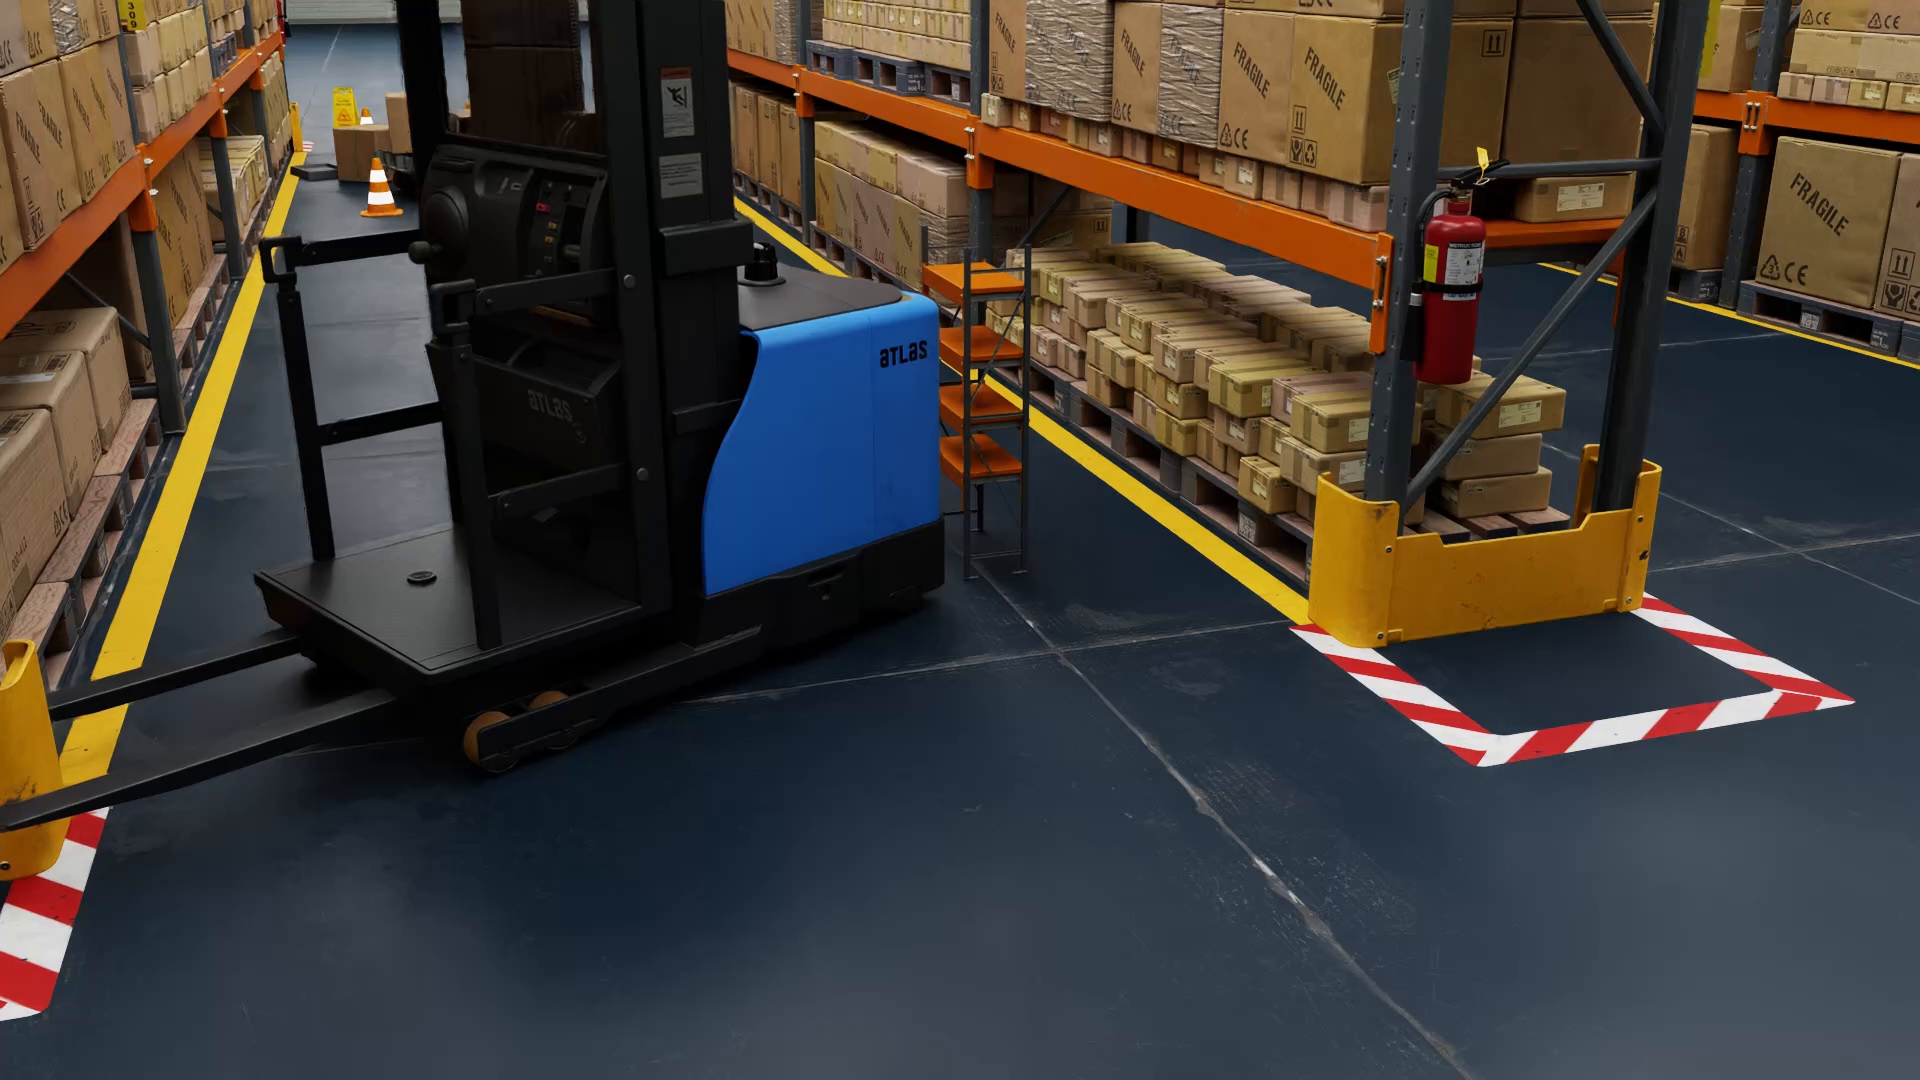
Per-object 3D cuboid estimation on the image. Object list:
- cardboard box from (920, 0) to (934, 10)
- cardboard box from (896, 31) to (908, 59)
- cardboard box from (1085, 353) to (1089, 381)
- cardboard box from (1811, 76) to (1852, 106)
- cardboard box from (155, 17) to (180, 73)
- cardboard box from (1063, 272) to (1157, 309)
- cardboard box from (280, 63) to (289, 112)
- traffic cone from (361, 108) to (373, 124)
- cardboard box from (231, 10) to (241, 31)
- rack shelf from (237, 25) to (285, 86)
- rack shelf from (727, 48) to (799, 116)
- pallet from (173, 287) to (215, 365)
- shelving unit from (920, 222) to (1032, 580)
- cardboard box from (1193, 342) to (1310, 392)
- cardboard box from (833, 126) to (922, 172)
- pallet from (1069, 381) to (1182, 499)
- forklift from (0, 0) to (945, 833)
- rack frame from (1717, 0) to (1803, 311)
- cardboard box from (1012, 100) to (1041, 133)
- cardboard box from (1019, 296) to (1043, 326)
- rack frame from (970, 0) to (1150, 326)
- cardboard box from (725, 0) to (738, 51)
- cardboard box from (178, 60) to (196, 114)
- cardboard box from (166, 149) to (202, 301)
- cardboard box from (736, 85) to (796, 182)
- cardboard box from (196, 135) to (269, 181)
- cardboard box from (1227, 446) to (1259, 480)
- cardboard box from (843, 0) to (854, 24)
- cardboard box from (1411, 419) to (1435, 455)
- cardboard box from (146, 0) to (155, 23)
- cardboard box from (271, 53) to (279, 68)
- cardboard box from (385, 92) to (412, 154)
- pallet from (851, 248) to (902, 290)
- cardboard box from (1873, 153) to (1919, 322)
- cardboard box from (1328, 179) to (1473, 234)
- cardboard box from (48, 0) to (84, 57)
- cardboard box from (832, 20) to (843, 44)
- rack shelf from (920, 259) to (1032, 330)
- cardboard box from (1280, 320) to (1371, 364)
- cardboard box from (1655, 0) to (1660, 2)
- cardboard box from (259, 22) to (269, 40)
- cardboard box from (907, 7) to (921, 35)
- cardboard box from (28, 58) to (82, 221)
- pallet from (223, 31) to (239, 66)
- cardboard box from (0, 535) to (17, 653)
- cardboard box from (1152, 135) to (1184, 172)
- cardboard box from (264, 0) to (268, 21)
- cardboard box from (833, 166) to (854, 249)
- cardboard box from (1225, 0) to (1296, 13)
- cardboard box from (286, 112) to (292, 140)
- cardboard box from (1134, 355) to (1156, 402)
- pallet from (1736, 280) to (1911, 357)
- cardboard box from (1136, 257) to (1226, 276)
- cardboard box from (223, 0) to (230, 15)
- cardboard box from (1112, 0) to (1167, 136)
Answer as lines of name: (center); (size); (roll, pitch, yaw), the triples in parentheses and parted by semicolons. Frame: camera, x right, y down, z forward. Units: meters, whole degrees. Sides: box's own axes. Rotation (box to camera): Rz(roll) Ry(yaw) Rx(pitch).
cardboard box: (-0.013, -3.148, 9.615); (0.380, 0.149, 0.250); (-6, 21, -17)
cardboard box: (-0.179, -3.031, 10.168); (0.380, 0.149, 0.250); (-5, 20, -15)
cardboard box: (0.812, -0.814, 7.842); (0.380, 0.149, 0.250); (-7, 21, -20)
cardboard box: (5.146, -2.589, 9.560); (0.380, 0.149, 0.250); (-7, 21, -19)
cardboard box: (-4.316, -2.534, 8.517); (0.500, 0.250, 0.500); (-6, 21, -17)
cardboard box: (0.718, -1.179, 7.978); (0.380, 0.149, 0.250); (-7, 21, -19)
cardboard box: (-7.393, -4.747, 17.533); (0.500, 0.500, 0.500); (-6, 21, -17)
traffic cone: (-6.533, -4.525, 18.331); (0.336, 0.463, 0.334); (-6, 21, -17)
cardboard box: (-5.947, -4.133, 13.237); (0.380, 0.149, 0.250); (-6, 21, -17)
rack shelf: (-7.264, -4.740, 16.239); (1.077, 0.370, 4.000); (-6, 21, -17)
rack shelf: (-1.340, -4.014, 14.220); (1.077, 0.370, 4.000); (-6, 21, -17)
pallet: (-4.822, -1.189, 9.413); (1.003, 0.211, 1.213); (-6, 21, -17)
shelving unit: (0.052, -0.512, 6.066); (0.258, 1.200, 0.503); (-6, 21, -17)
cardboard box: (1.149, -0.669, 6.558); (0.380, 0.149, 0.250); (-7, 21, -19)
cardboard box: (-0.565, -2.676, 11.395); (0.500, 0.250, 0.500); (-7, 21, -18)
pallet: (1.178, -0.511, 7.528); (1.003, 0.211, 1.213); (-6, 21, -17)
forklift: (-1.448, -0.929, 4.668); (1.130, 2.935, 3.031); (19, 27, 41)
rack frame: (5.287, -2.922, 10.115); (1.000, 3.000, 0.127); (-6, 21, -17)
cardboard box: (0.476, -2.109, 8.221); (0.380, 0.149, 0.250); (-6, 21, -16)
cardboard box: (0.521, -1.201, 8.480); (0.380, 0.149, 0.250); (-6, 21, -17)
rack frame: (0.546, -2.428, 8.738); (1.000, 3.000, 0.127); (-6, 21, -17)
cardboard box: (-1.744, -4.522, 14.420); (0.500, 0.500, 0.500); (-6, 21, -17)
cardboard box: (-4.467, -2.461, 9.053); (0.500, 0.250, 0.500); (-7, 21, -18)
cardboard box: (-4.964, -1.833, 9.605); (0.875, 0.875, 0.875); (-6, 21, -17)
cardboard box: (-1.388, -3.634, 14.803); (1.050, 0.750, 0.750); (-6, 21, -17)
cardboard box: (-6.468, -3.229, 14.236); (0.950, 0.372, 0.625); (-6, 21, -17)
cardboard box: (1.262, -0.312, 6.445); (0.380, 0.149, 0.250); (-6, 21, -17)
cardboard box: (-0.575, -3.582, 11.262); (0.380, 0.149, 0.250); (-7, 21, -19)
cardboard box: (1.850, -0.429, 6.330); (0.380, 0.149, 0.250); (-6, 21, -17)
cardboard box: (-4.173, -2.719, 7.922); (0.500, 0.500, 0.500); (-7, 21, -18)
cardboard box: (-7.138, -4.861, 16.889); (0.380, 0.149, 0.250); (-6, 21, -16)
cardboard box: (-4.955, -3.815, 15.178); (0.500, 0.500, 0.500); (-6, 21, -17)
pallet: (-0.087, -1.757, 10.996); (1.003, 0.211, 1.213); (-6, 21, -17)
cardboard box: (5.701, -1.611, 8.985); (0.875, 0.875, 0.875); (-6, 21, -17)
cardboard box: (1.433, -1.100, 5.414); (0.380, 0.149, 0.250); (-6, 21, -17)
cardboard box: (-3.390, -1.939, 5.750); (0.500, 0.500, 0.500); (-6, 21, -16)
cardboard box: (-0.678, -3.539, 11.584); (0.380, 0.149, 0.250); (-5, 20, -15)
rack shelf: (0.052, -0.881, 5.933); (0.258, 0.148, 0.480); (-6, 21, -17)
cardboard box: (1.568, -0.815, 6.964); (0.380, 0.149, 0.250); (-6, 20, -15)
cardboard box: (4.873, -3.867, 11.113); (0.797, 0.503, 0.637); (-6, 21, -17)
cardboard box: (-6.823, -4.865, 15.895); (0.380, 0.149, 0.250); (-6, 21, -17)
cardboard box: (-0.096, -3.089, 9.889); (0.380, 0.149, 0.250); (-8, 21, -20)
cardboard box: (-3.244, -1.301, 5.452); (0.500, 0.500, 0.500); (-6, 21, -15)
pallet: (-6.039, -3.693, 12.546); (1.003, 0.211, 1.213); (-6, 21, -17)
cardboard box: (-3.166, 0.221, 4.532); (0.875, 0.438, 0.875); (-7, 21, -19)
cardboard box: (1.013, -1.606, 6.823); (0.380, 0.149, 0.250); (-6, 21, -16)
cardboard box: (-7.012, -5.275, 16.079); (0.500, 0.500, 0.500); (-6, 21, -17)
cardboard box: (-0.569, -2.317, 11.507); (0.500, 0.500, 0.500); (-6, 21, -17)
cardboard box: (1.264, -2.085, 5.716); (0.500, 0.500, 0.500); (-7, 21, -19)
cardboard box: (-7.376, -4.385, 17.634); (0.500, 0.250, 0.500); (-6, 21, -17)
cardboard box: (0.964, -0.695, 7.069); (0.380, 0.149, 0.250); (-5, 20, -14)
pallet: (5.451, -1.357, 9.883); (1.003, 0.211, 1.213); (-6, 21, -17)
cardboard box: (1.108, -1.320, 8.370); (0.380, 0.149, 0.250); (-7, 21, -18)
cardboard box: (-5.794, -4.204, 12.474); (0.500, 0.500, 0.500); (-7, 21, -19)
cardboard box: (0.946, -1.936, 6.782); (0.500, 0.500, 0.500); (-5, 20, -14)
